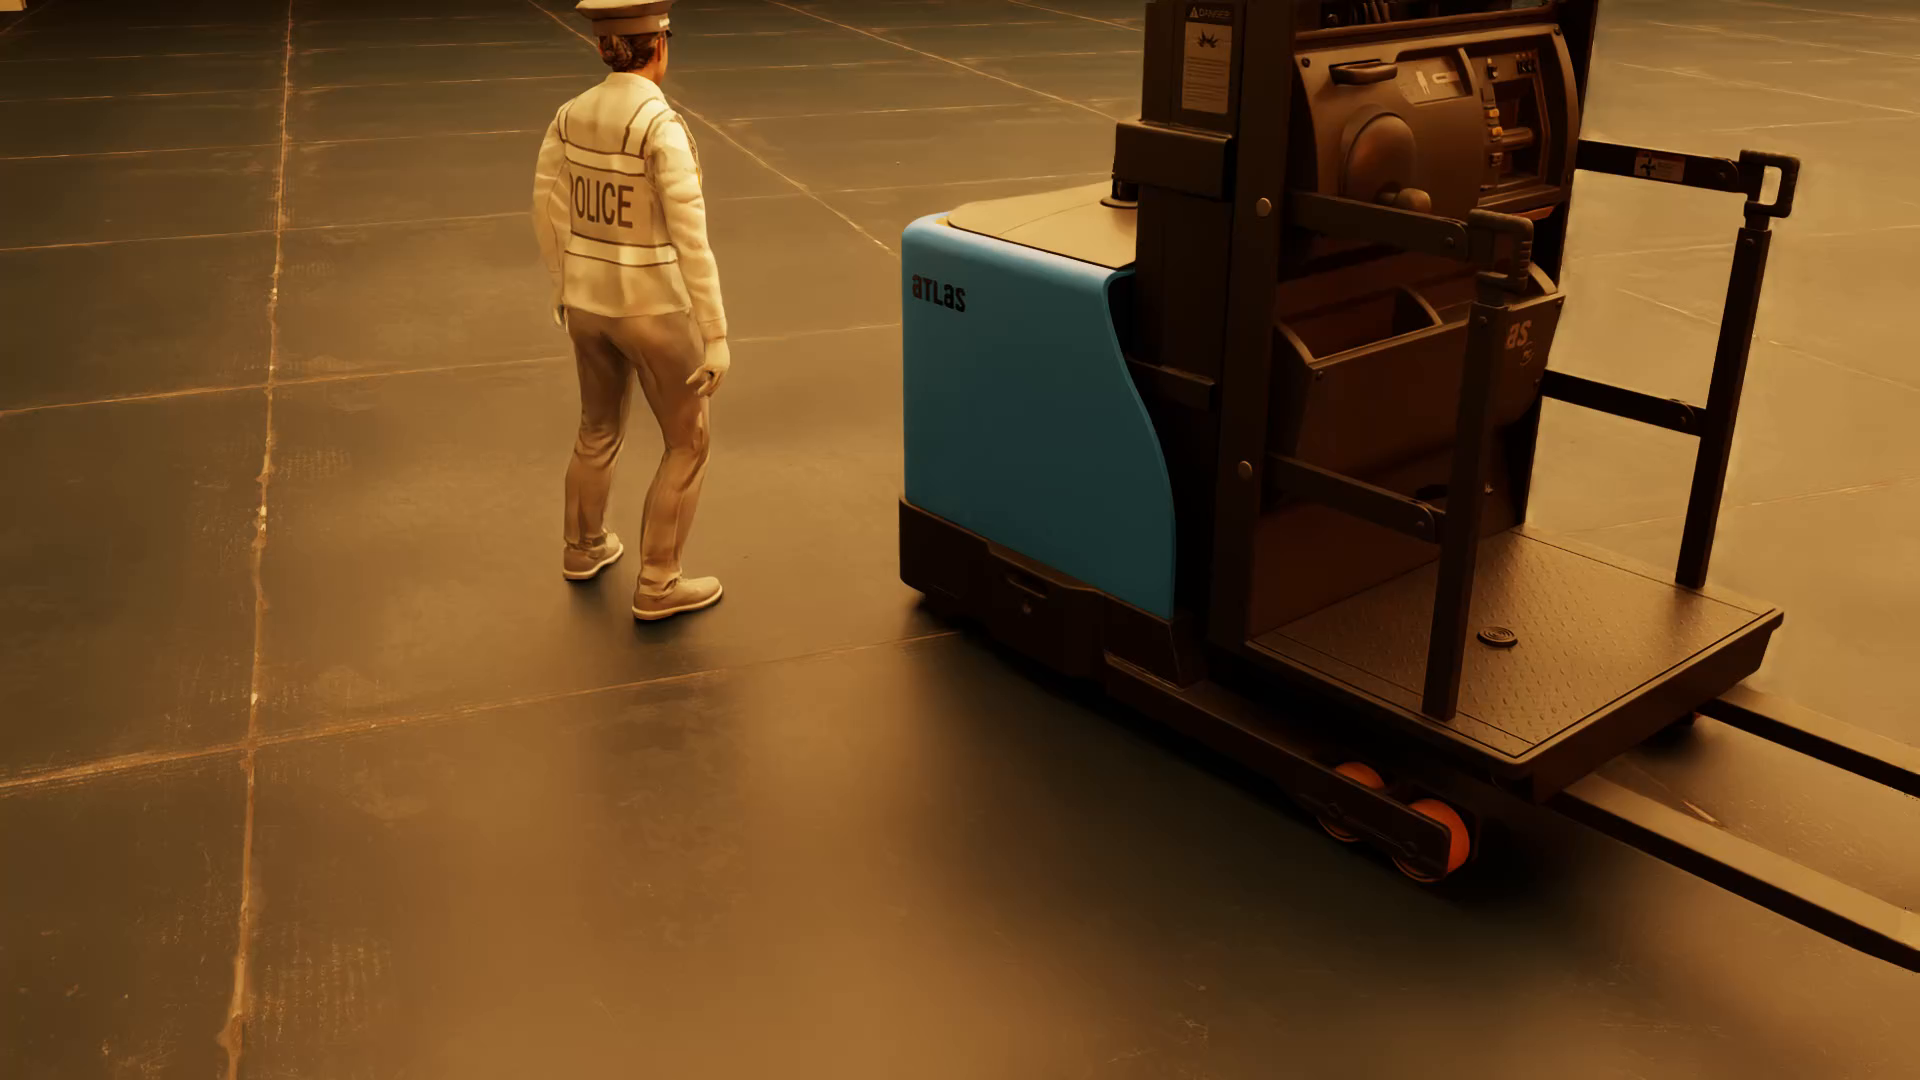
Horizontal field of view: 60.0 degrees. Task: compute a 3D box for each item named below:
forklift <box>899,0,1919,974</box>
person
[{"bbox_3d":[1.162,-0.871,3.369,1.130,2.935,3.031,-18,29,-36],"label":"forklift"},{"bbox_3d":[-0.869,-0.604,4.407,0.741,1.642,0.361,15,27,31],"label":"person"}]
